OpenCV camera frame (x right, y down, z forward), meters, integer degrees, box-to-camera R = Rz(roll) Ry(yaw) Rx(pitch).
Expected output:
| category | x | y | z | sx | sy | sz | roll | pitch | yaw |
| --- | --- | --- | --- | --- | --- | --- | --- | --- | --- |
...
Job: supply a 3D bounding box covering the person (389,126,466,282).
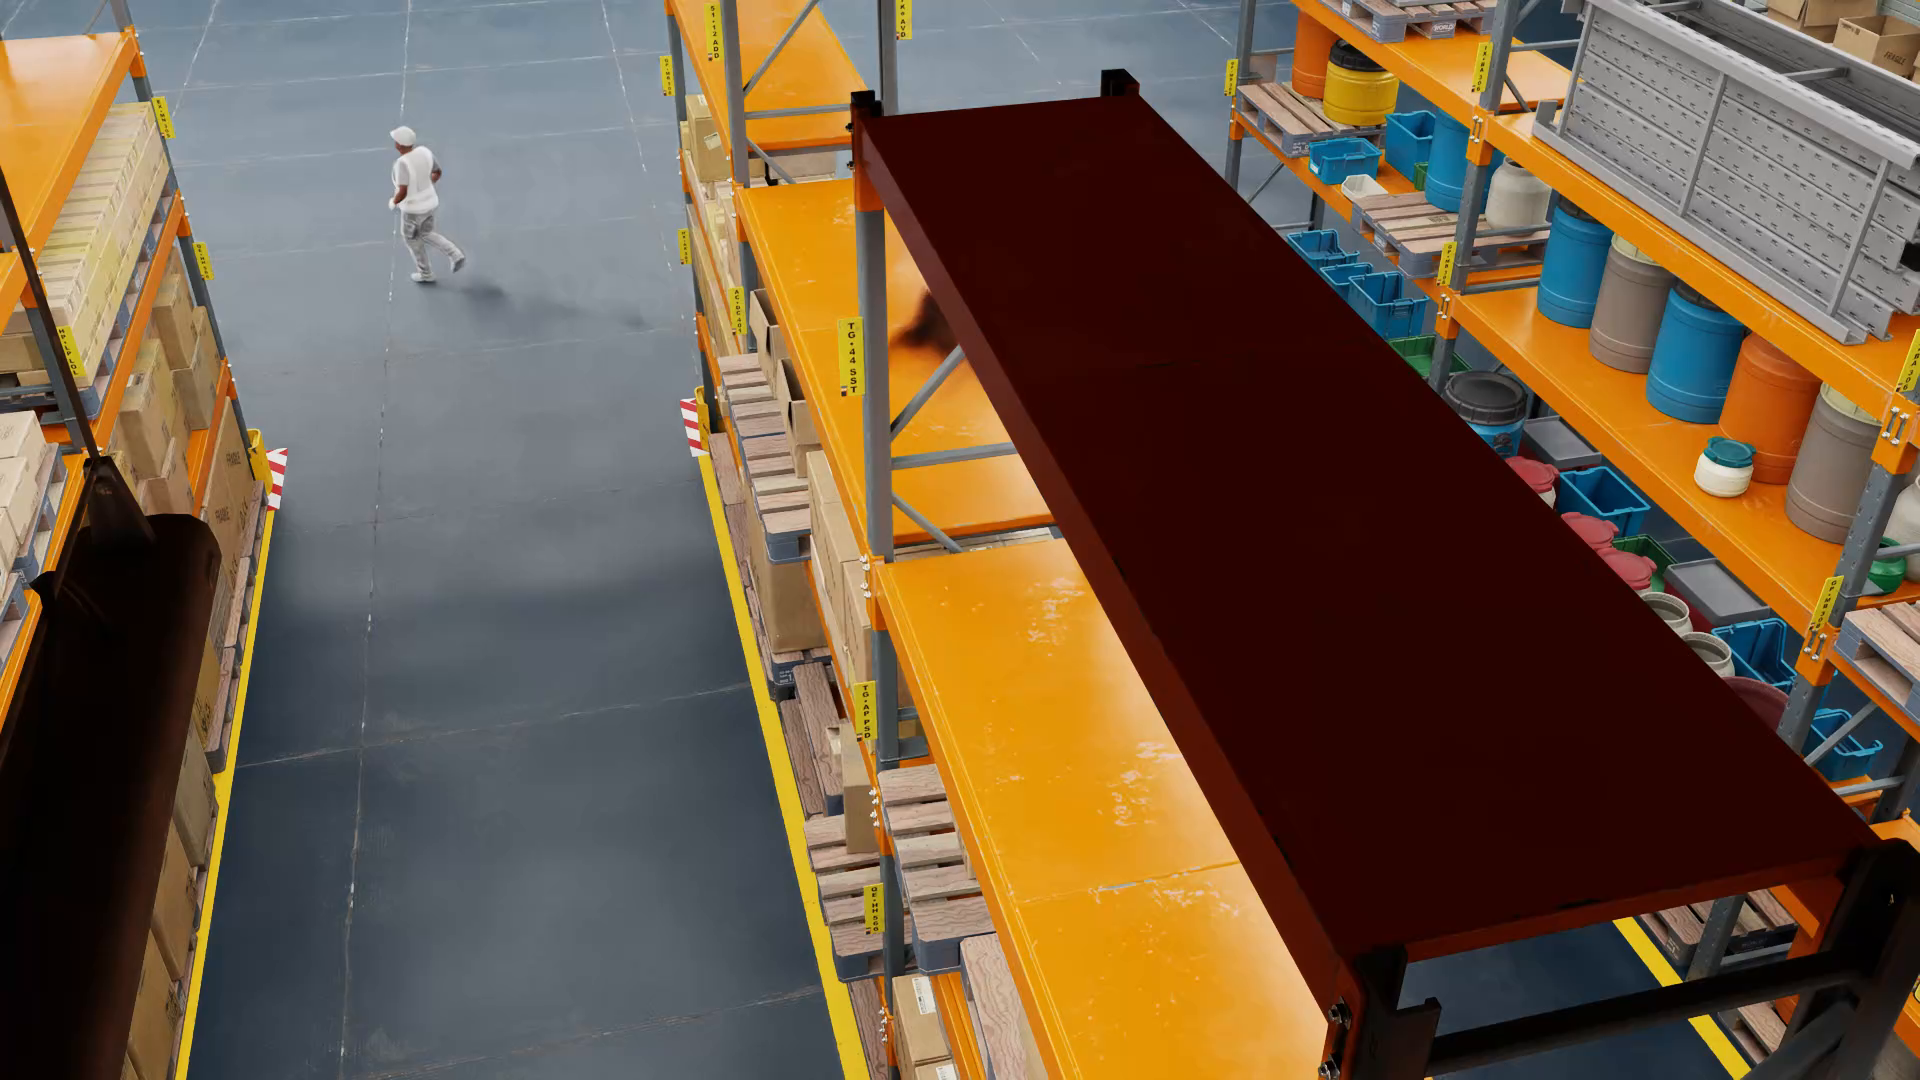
| category | x | y | z | sx | sy | sz | roll | pitch | yaw |
| --- | --- | --- | --- | --- | --- | --- | --- | --- | --- |
| person | -5.734 | -3.546 | 17.730 | 0.679 | 1.760 | 0.706 | 13 | 37 | 18 |
